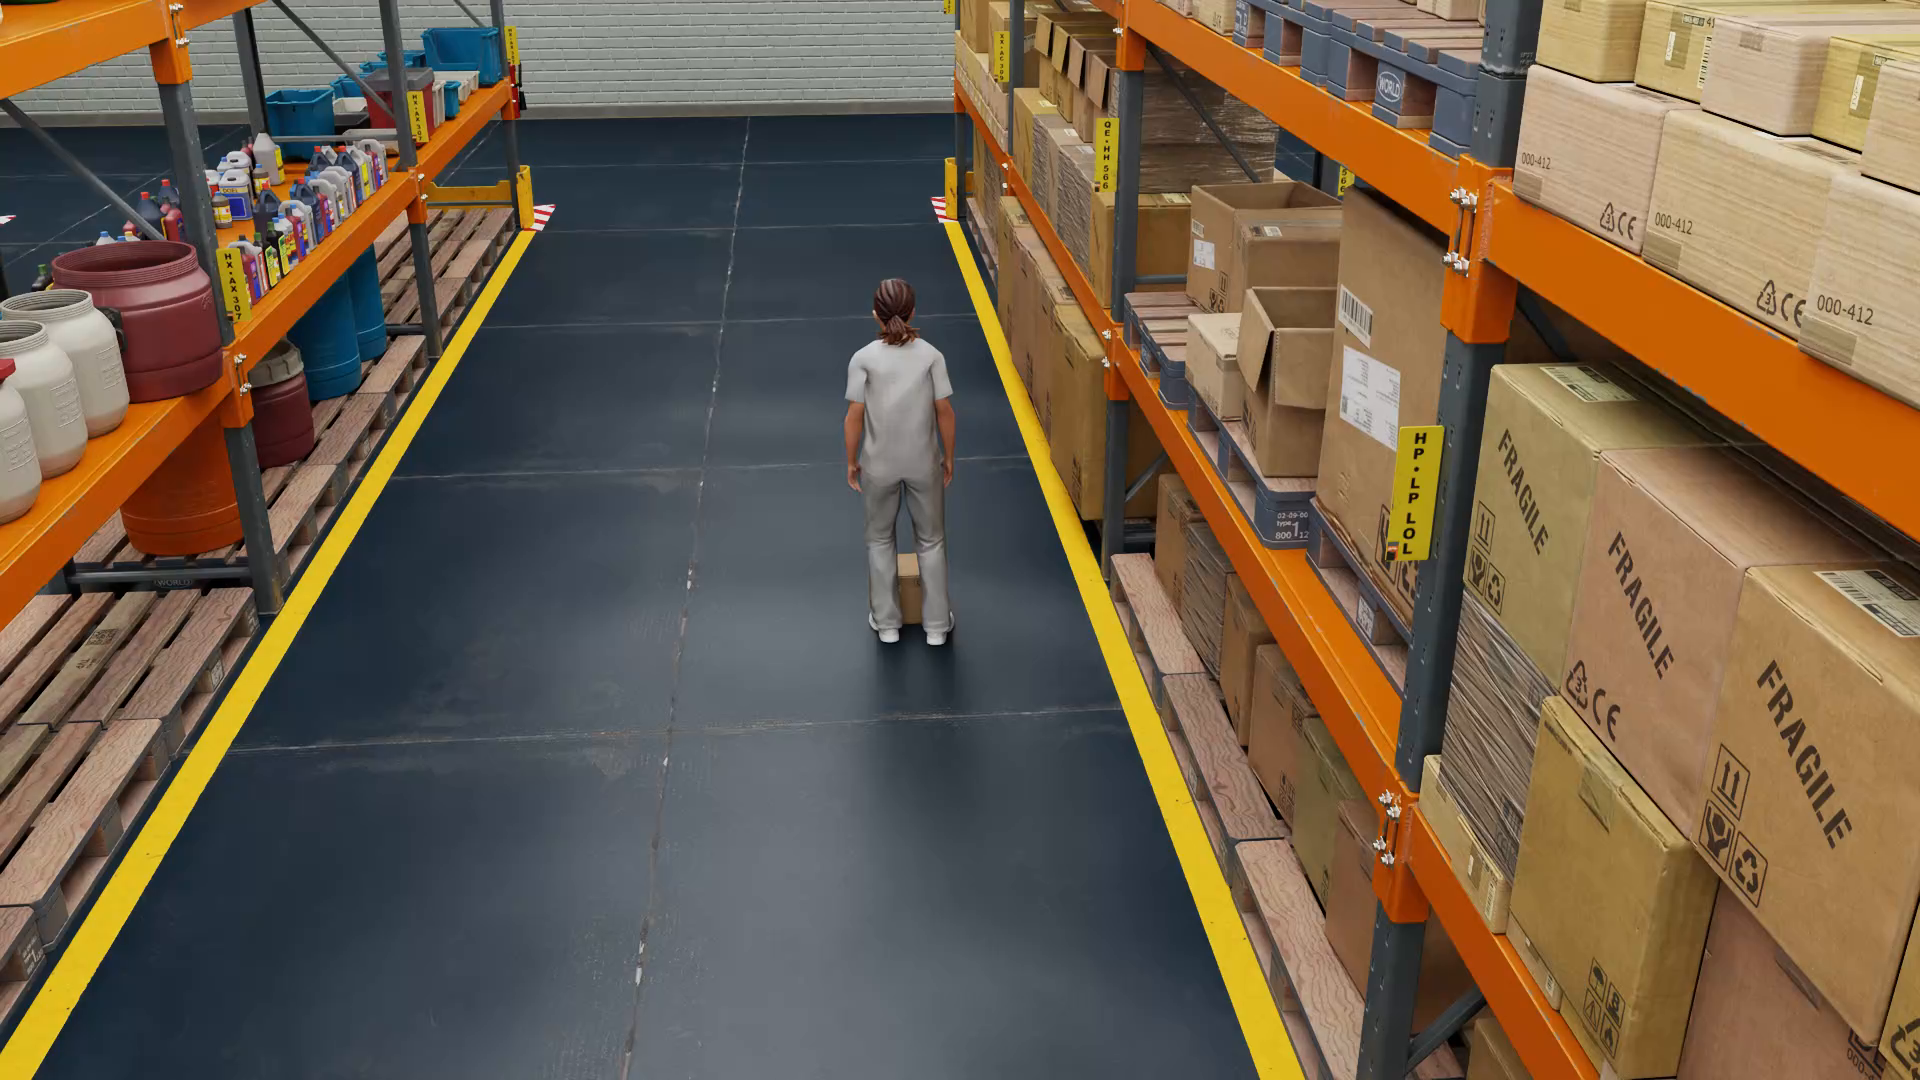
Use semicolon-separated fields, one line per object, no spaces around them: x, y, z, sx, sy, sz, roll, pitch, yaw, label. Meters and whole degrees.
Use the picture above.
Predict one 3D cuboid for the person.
-0.263;-0.331;7.351;0.489;1.673;0.404;-2;24;-5;person
